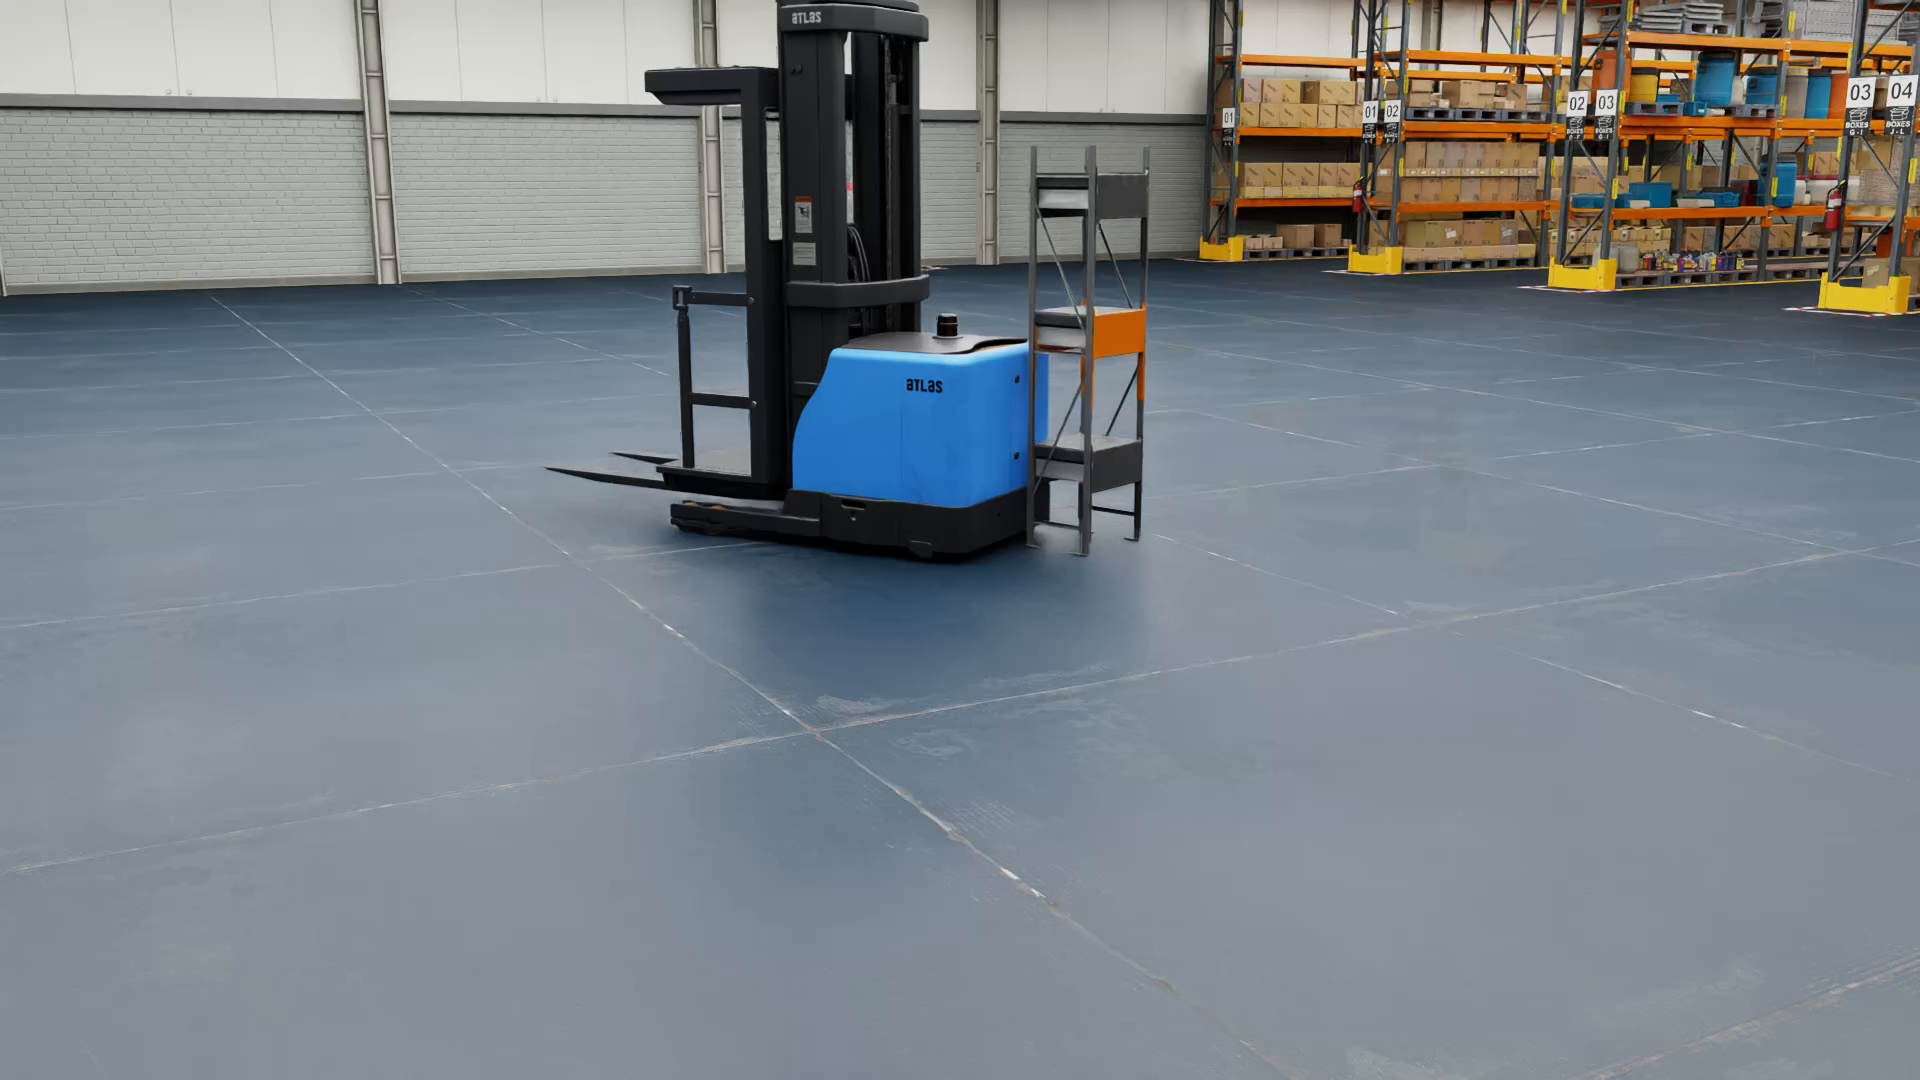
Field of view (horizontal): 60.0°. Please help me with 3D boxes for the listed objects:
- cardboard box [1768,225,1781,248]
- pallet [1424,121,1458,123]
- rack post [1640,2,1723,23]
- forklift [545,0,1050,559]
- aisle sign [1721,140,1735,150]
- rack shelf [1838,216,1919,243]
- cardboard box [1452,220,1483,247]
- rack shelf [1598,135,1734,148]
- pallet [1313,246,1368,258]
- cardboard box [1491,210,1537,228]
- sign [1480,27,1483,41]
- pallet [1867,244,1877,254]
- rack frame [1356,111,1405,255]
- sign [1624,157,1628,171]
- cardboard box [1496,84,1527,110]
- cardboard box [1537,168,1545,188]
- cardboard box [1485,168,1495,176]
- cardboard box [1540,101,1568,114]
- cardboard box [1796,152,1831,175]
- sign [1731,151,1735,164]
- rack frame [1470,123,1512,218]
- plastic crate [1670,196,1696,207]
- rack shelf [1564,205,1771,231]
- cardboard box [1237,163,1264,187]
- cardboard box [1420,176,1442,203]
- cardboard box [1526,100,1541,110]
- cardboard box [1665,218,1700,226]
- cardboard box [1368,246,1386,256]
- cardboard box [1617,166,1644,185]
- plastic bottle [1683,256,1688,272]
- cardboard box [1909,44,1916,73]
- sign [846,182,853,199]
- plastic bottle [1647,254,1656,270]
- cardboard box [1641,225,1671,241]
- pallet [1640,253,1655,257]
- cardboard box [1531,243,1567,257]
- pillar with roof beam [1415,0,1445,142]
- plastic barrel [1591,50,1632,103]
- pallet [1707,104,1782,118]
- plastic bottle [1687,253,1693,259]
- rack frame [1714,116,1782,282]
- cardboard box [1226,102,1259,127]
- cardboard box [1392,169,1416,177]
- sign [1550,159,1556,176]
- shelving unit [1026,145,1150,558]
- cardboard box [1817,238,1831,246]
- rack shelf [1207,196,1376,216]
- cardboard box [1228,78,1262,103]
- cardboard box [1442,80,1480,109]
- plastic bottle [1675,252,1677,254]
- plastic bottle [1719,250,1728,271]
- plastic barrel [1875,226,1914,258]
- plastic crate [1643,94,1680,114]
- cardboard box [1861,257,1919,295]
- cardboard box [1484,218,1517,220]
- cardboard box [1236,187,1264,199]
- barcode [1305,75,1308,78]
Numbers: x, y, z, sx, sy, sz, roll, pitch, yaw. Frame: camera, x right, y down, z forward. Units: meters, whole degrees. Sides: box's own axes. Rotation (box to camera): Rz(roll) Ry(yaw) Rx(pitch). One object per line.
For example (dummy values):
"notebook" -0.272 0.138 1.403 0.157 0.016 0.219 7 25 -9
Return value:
"cardboard box" 17.811 -6.737 36.903 0.500 0.500 0.500 -7 14 -28
"pallet" 10.648 -9.538 38.254 1.003 0.211 1.213 -7 14 -28
"rack post" 12.068 -8.782 27.807 0.954 0.300 0.937 -7 15 -29
"forklift" -1.033 -1.548 9.311 3.031 2.935 1.130 7 15 29
"aisle sign" 19.886 -10.492 42.979 0.004 0.787 0.394 -7 14 -28
"rack shelf" 14.511 -4.587 24.297 4.000 0.370 1.077 -7 14 -28
"cardboard box" 9.908 -6.037 32.700 0.500 0.500 0.500 -7 14 -28
"rack shelf" 17.924 -10.176 42.302 4.000 0.370 1.077 -7 14 -28
"pallet" 8.574 -6.574 37.840 1.213 0.211 1.003 -7 14 -28
"cardboard box" 13.366 -7.641 40.169 0.750 0.750 0.750 -7 14 -29
"sign" 12.388 -11.999 39.443 0.005 0.325 0.100 -7 14 -28
"pallet" 21.290 -6.867 39.144 1.213 0.211 1.003 -7 14 -28
"rack frame" 8.012 -6.637 31.768 0.127 3.000 1.000 -7 14 -28
"sign" 16.437 -9.276 41.039 0.005 0.325 0.100 -7 14 -28
"cardboard box" 10.955 -8.841 33.226 0.500 0.500 0.500 -6 14 -23
"cardboard box" 13.671 -8.691 39.947 0.500 0.500 0.500 -6 14 -26
"cardboard box" 10.272 -7.220 32.653 0.250 0.149 0.380 -6 14 -26
"cardboard box" 12.069 -8.716 33.559 0.500 0.250 0.500 -5 14 -22
"cardboard box" 19.094 -8.431 37.236 0.500 0.500 0.500 -6 14 -26
"sign" 19.927 -9.849 42.863 0.005 0.325 0.100 -7 14 -28
"rack frame" 12.657 -8.433 39.748 0.127 3.000 1.000 -7 14 -28
"plastic crate" 12.567 -5.911 29.025 0.662 0.188 0.450 -7 14 -28
"rack shelf" 12.138 -5.541 28.538 4.000 0.370 1.077 -7 14 -28
"cardboard box" 6.199 -7.886 35.906 0.500 0.500 0.500 -7 14 -28
"cardboard box" 8.887 -6.788 32.214 0.500 0.500 0.700 -6 14 -26
"cardboard box" 13.495 -10.287 39.928 0.500 0.500 0.700 -8 15 -31
"cardboard box" 15.790 -6.990 36.319 0.500 0.250 0.500 -6 14 -26
"cardboard box" 8.342 -5.614 32.527 0.500 0.250 0.500 -7 14 -28
"cardboard box" 16.652 -9.054 41.824 0.700 0.700 0.980 -7 14 -27
"plastic bottle" 12.424 -4.732 28.517 0.097 0.271 0.097 0 13 0
"cardboard box" 13.995 -6.840 23.796 0.500 0.500 0.500 -7 14 -28
"sign" -2.153 -6.927 32.975 0.234 0.329 0.001 -7 14 -28
"plastic bottle" 12.070 -4.850 29.012 0.133 0.283 0.061 -7 14 -28
"cardboard box" 14.693 -6.513 35.246 0.500 0.311 0.500 -6 14 -26
"pallet" 14.293 -6.039 35.462 1.213 0.211 1.003 -7 14 -28
"cardboard box" 11.996 -5.916 33.870 0.500 0.250 0.500 -7 15 -29
"pillar with roof beam" 13.165 -10.560 35.536 0.400 9.000 9.100 -7 14 -28
"plastic barrel" 10.748 -7.635 27.438 0.708 0.830 0.600 -7 14 -28
"pallet" 13.307 -7.379 28.665 1.003 0.211 1.213 -7 14 -28
"plastic bottle" 12.917 -4.943 29.452 0.097 0.271 0.097 0 13 0
"rack frame" 13.893 -6.103 29.394 0.127 3.000 1.000 -7 14 -28
"cardboard box" 6.049 -9.100 35.608 0.500 0.500 0.500 -6 14 -26
"cardboard box" 8.460 -7.002 31.685 0.250 0.149 0.380 -7 14 -28
"sign" 11.791 -7.412 33.059 0.005 0.325 0.100 -7 14 -28
"shelving unit" 0.673 -1.003 8.782 0.431 2.100 0.503 10 16 38
"cardboard box" 19.772 -6.827 38.064 0.250 0.166 0.380 -7 14 -28
"rack shelf" 7.391 -7.451 37.022 4.000 0.370 1.077 -7 14 -28
"cardboard box" 6.090 -9.595 35.528 0.500 0.500 0.500 -8 15 -32
"cardboard box" 9.601 -8.544 31.908 0.500 0.500 0.500 -7 14 -28
"plastic bottle" 12.656 -4.958 29.492 0.133 0.283 0.061 -6 14 -25
"plastic bottle" 13.298 -4.881 28.999 0.185 0.351 0.144 -8 15 -31
"plastic barrel" 17.826 -5.724 31.700 0.708 0.830 0.600 -7 14 -28
"plastic crate" 11.912 -7.396 28.346 0.575 0.384 0.392 -7 14 -28
"cardboard box" 13.312 -3.775 23.789 0.500 0.500 0.500 -4 13 -17
"cardboard box" 10.966 -6.298 33.862 0.500 0.500 0.500 -7 14 -28
"cardboard box" 6.216 -7.518 35.978 0.500 0.250 0.500 -7 15 -29
"barcode" 7.720 -10.339 37.058 0.075 0.075 0.001 -7 14 -28
